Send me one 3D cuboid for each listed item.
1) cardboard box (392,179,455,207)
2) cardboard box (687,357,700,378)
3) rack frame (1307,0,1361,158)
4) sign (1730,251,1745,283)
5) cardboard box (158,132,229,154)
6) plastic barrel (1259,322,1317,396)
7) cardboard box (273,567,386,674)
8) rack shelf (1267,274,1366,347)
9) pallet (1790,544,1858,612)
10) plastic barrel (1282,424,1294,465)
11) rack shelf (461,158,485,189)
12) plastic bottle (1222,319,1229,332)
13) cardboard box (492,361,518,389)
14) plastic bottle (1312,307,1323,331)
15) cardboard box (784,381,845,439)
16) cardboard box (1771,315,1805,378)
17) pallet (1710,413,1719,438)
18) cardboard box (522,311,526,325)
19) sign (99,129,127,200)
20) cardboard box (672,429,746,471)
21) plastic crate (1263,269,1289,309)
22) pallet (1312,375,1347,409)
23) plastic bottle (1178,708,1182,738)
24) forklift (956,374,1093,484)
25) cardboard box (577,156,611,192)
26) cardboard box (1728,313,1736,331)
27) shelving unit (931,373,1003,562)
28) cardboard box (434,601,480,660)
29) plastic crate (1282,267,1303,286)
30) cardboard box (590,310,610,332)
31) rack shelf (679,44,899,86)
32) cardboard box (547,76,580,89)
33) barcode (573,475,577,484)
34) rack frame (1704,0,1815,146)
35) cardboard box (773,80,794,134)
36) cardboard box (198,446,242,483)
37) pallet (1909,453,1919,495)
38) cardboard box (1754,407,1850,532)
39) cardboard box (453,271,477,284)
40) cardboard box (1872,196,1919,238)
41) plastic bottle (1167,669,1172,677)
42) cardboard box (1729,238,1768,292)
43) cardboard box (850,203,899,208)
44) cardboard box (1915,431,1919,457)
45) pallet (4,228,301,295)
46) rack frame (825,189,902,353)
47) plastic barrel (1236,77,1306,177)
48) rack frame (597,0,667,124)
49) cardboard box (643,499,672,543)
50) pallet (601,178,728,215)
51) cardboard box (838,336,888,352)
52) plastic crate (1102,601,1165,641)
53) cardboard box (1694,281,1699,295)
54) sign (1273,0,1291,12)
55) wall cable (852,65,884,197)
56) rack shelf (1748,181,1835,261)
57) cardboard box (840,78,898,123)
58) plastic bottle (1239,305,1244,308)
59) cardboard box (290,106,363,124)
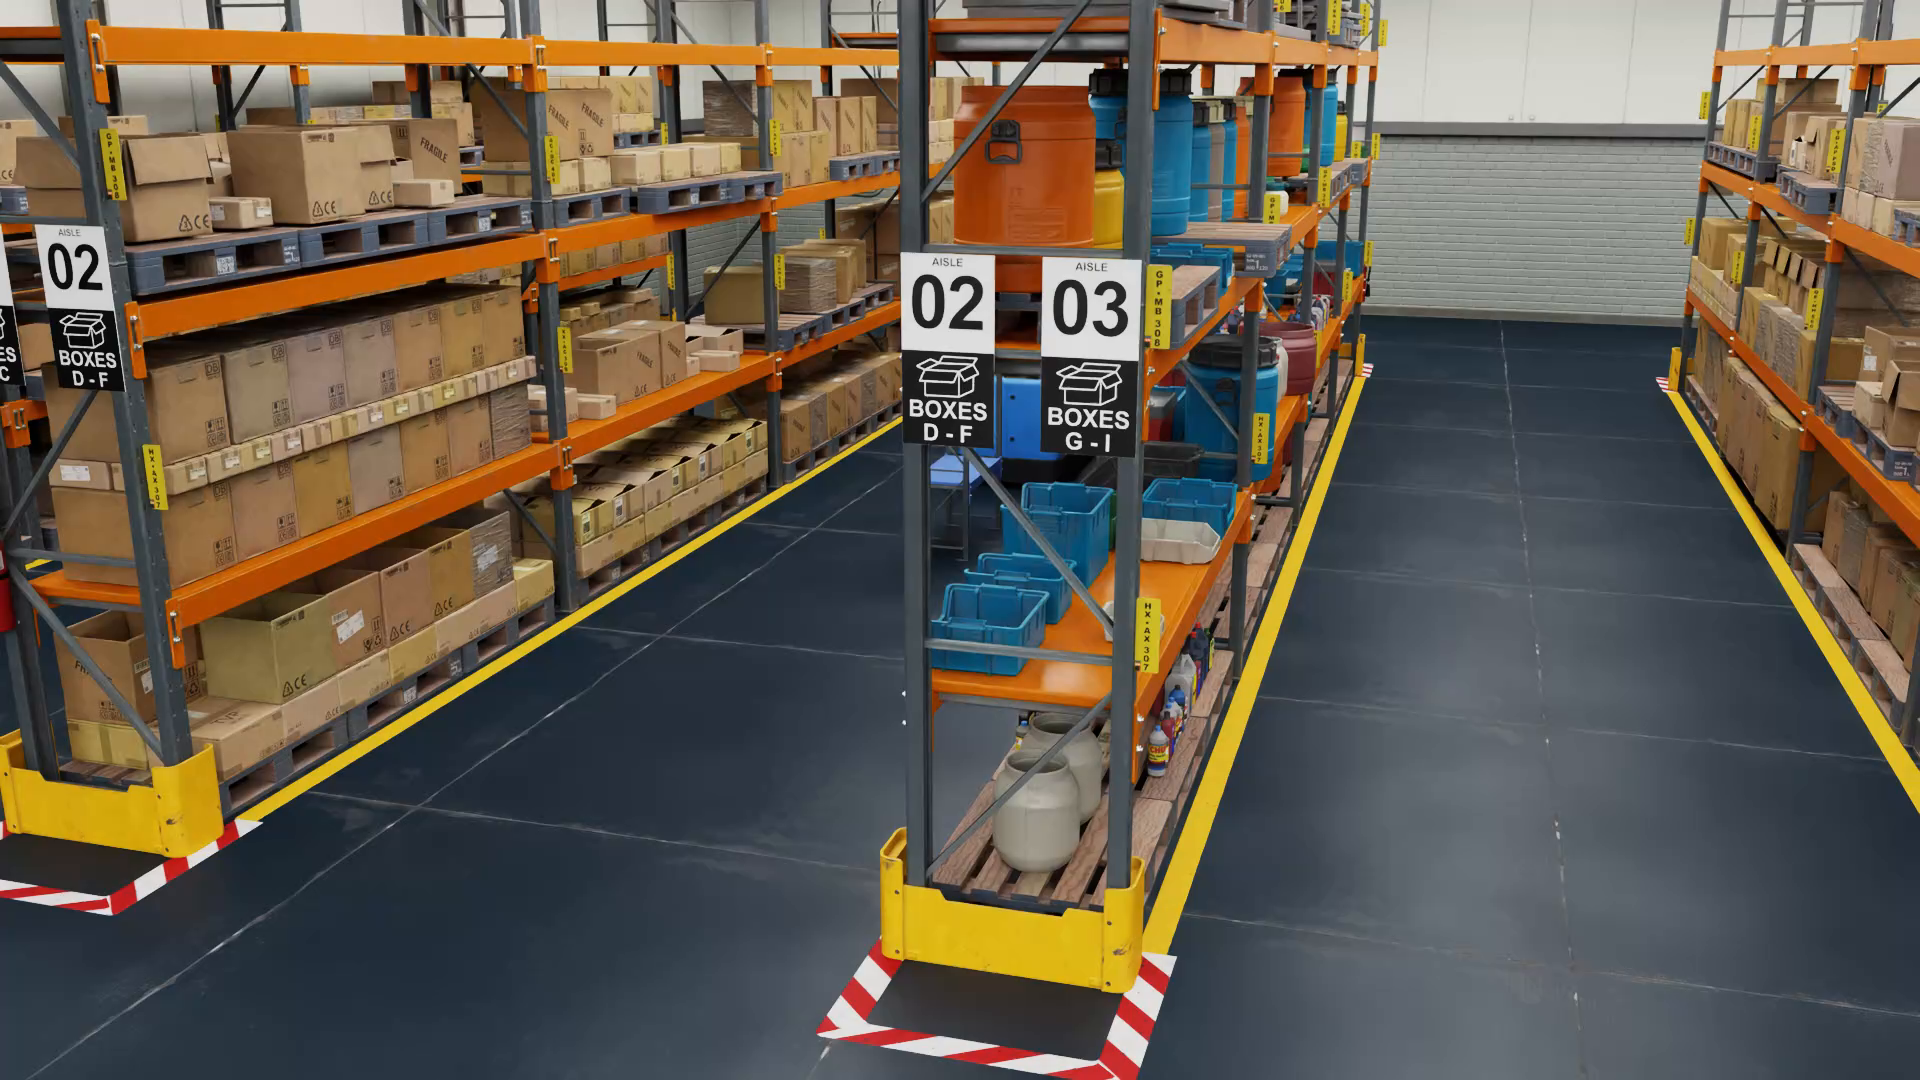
[{"bbox_3d":[-3.437,-2.200,10.526,0.380,0.149,0.250,5,16,16],"label":"cardboard box"},{"bbox_3d":[-2.528,-1.533,14.697,0.380,0.149,0.250,6,17,20],"label":"cardboard box"},{"bbox_3d":[3.666,-5.539,17.367,1.000,3.000,0.127,5,16,16],"label":"rack frame"},{"bbox_3d":[7.882,-2.766,16.853,0.100,0.325,0.005,5,16,16],"label":"sign"},{"bbox_3d":[-7.395,-3.705,16.178,0.500,0.500,0.500,5,16,16],"label":"cardboard box"},{"bbox_3d":[2.687,-1.527,13.967,0.600,0.536,0.708,5,16,16],"label":"plastic barrel"},{"bbox_3d":[-3.857,0.476,10.051,0.500,0.500,0.500,5,16,16],"label":"cardboard box"},{"bbox_3d":[4.234,-2.830,20.129,1.077,0.370,4.000,5,16,16],"label":"rack shelf"},{"bbox_3d":[7.054,0.323,12.802,1.003,0.211,1.213,5,16,16],"label":"pallet"},{"bbox_3d":[2.972,-1.073,16.266,0.600,0.588,0.708,5,16,16],"label":"plastic barrel"},{"bbox_3d":[-5.265,-5.041,22.428,1.077,0.370,4.000,5,16,16],"label":"rack shelf"},{"bbox_3d":[2.559,-1.988,16.056,0.061,0.283,0.133,5,16,16],"label":"plastic bottle"},{"bbox_3d":[-3.300,-1.153,11.525,0.380,0.149,0.250,4,16,15],"label":"cardboard box"},{"bbox_3d":[3.616,-2.238,16.949,0.152,0.276,0.135,5,16,16],"label":"plastic bottle"},{"bbox_3d":[-1.525,-1.366,17.422,0.500,0.500,0.500,4,16,15],"label":"cardboard box"},{"bbox_3d":[7.472,-1.685,14.590,0.500,0.500,0.500,4,16,14],"label":"cardboard box"},{"bbox_3d":[8.705,-1.120,17.892,1.003,0.211,1.213,5,16,16],"label":"pallet"},{"bbox_3d":[-5.754,-2.898,21.672,0.380,0.149,0.250,5,16,16],"label":"cardboard box"},{"bbox_3d":[-3.962,-1.756,7.778,0.100,0.325,0.005,5,16,16],"label":"sign"},{"bbox_3d":[-2.273,-0.848,15.064,0.500,0.311,0.500,4,16,15],"label":"cardboard box"},{"bbox_3d":[3.471,-2.823,18.704,0.392,0.384,0.575,5,16,16],"label":"plastic crate"},{"bbox_3d":[4.182,-1.827,20.384,1.003,0.211,1.213,5,16,16],"label":"pallet"},{"bbox_3d":[1.223,1.029,9.526,0.097,0.201,0.097,0,16,0],"label":"plastic bottle"},{"bbox_3d":[0.848,-2.295,17.049,1.130,2.935,3.031,4,16,15],"label":"forklift"},{"bbox_3d":[-3.018,-2.822,12.791,0.500,0.250,0.500,3,16,10],"label":"cardboard box"},{"bbox_3d":[8.187,-2.253,17.237,0.380,0.149,0.250,5,17,16],"label":"cardboard box"},{"bbox_3d":[-0.024,-0.699,14.046,0.538,1.500,1.048,5,16,16],"label":"shelving unit"},{"bbox_3d":[-3.558,0.576,11.071,0.500,0.250,0.500,5,16,16],"label":"cardboard box"},{"bbox_3d":[3.957,-3.186,20.261,0.416,0.233,0.300,5,16,16],"label":"plastic crate"},{"bbox_3d":[-5.228,-2.874,22.775,0.700,0.500,0.500,5,17,17],"label":"cardboard box"},{"bbox_3d":[-1.651,-4.863,17.033,1.077,0.370,4.000,5,16,16],"label":"rack shelf"},{"bbox_3d":[-5.221,-5.703,21.389,0.500,0.500,0.500,4,16,15],"label":"cardboard box"},{"bbox_3d":[-2.884,-0.451,12.436,0.001,0.075,0.075,5,16,16],"label":"barcode"},{"bbox_3d":[9.551,-6.202,19.703,1.000,3.000,0.127,5,16,16],"label":"rack frame"},{"bbox_3d":[-1.944,-4.211,16.166,0.500,0.500,0.500,5,16,16],"label":"cardboard box"},{"bbox_3d":[-4.102,-0.414,8.920,0.380,0.149,0.250,4,16,14],"label":"cardboard box"},{"bbox_3d":[6.497,-0.272,10.144,1.003,0.211,1.213,5,16,16],"label":"pallet"},{"bbox_3d":[7.494,-0.581,14.006,1.225,0.875,0.875,4,16,13],"label":"cardboard box"},{"bbox_3d":[-6.009,-3.217,19.408,0.500,0.500,0.500,5,16,16],"label":"cardboard box"},{"bbox_3d":[6.617,-2.221,11.439,0.500,0.250,0.500,5,17,17],"label":"cardboard box"},{"bbox_3d":[1.233,0.859,9.974,0.061,0.283,0.133,5,16,16],"label":"plastic bottle"},{"bbox_3d":[8.289,-2.842,17.206,0.500,0.500,0.500,5,17,17],"label":"cardboard box"},{"bbox_3d":[-1.044,-3.854,20.404,0.500,0.500,0.500,4,16,15],"label":"cardboard box"},{"bbox_3d":[6.501,-0.864,10.008,1.000,1.000,1.000,5,17,16],"label":"cardboard box"},{"bbox_3d":[-4.267,-1.482,8.723,1.003,0.211,1.213,5,16,16],"label":"pallet"},{"bbox_3d":[-1.083,-3.038,19.544,1.000,3.000,0.127,5,16,16],"label":"rack frame"},{"bbox_3d":[2.693,-3.607,14.494,0.600,0.830,0.708,5,16,16],"label":"plastic barrel"},{"bbox_3d":[-4.696,-7.354,23.765,1.000,3.000,0.127,5,16,16],"label":"rack frame"},{"bbox_3d":[-2.713,-0.180,13.736,0.500,0.250,0.500,4,16,14],"label":"cardboard box"},{"bbox_3d":[-2.641,-2.867,13.788,1.003,0.211,1.213,5,17,18],"label":"pallet"},{"bbox_3d":[-1.193,-2.218,20.428,0.500,0.500,0.500,5,16,16],"label":"cardboard box"},{"bbox_3d":[0.818,0.404,7.891,0.298,0.136,0.250,5,16,16],"label":"plastic crate"},{"bbox_3d":[8.990,-2.993,19.845,0.380,0.149,0.250,4,16,15],"label":"cardboard box"},{"bbox_3d":[1.916,-3.300,9.856,0.100,0.325,0.005,5,16,16],"label":"sign"},{"bbox_3d":[-2.746,-7.312,29.308,3.097,2.526,0.112,5,16,16],"label":"wall cable"},{"bbox_3d":[7.846,-2.843,14.676,1.077,0.370,4.000,5,16,16],"label":"rack shelf"},{"bbox_3d":[-0.981,-5.140,19.443,0.700,0.500,0.500,5,16,16],"label":"cardboard box"},{"bbox_3d":[2.906,-2.260,17.026,0.152,0.276,0.135,5,16,16],"label":"plastic bottle"},{"bbox_3d":[-6.787,-4.352,17.688,0.700,0.500,0.500,4,16,13],"label":"cardboard box"}]
